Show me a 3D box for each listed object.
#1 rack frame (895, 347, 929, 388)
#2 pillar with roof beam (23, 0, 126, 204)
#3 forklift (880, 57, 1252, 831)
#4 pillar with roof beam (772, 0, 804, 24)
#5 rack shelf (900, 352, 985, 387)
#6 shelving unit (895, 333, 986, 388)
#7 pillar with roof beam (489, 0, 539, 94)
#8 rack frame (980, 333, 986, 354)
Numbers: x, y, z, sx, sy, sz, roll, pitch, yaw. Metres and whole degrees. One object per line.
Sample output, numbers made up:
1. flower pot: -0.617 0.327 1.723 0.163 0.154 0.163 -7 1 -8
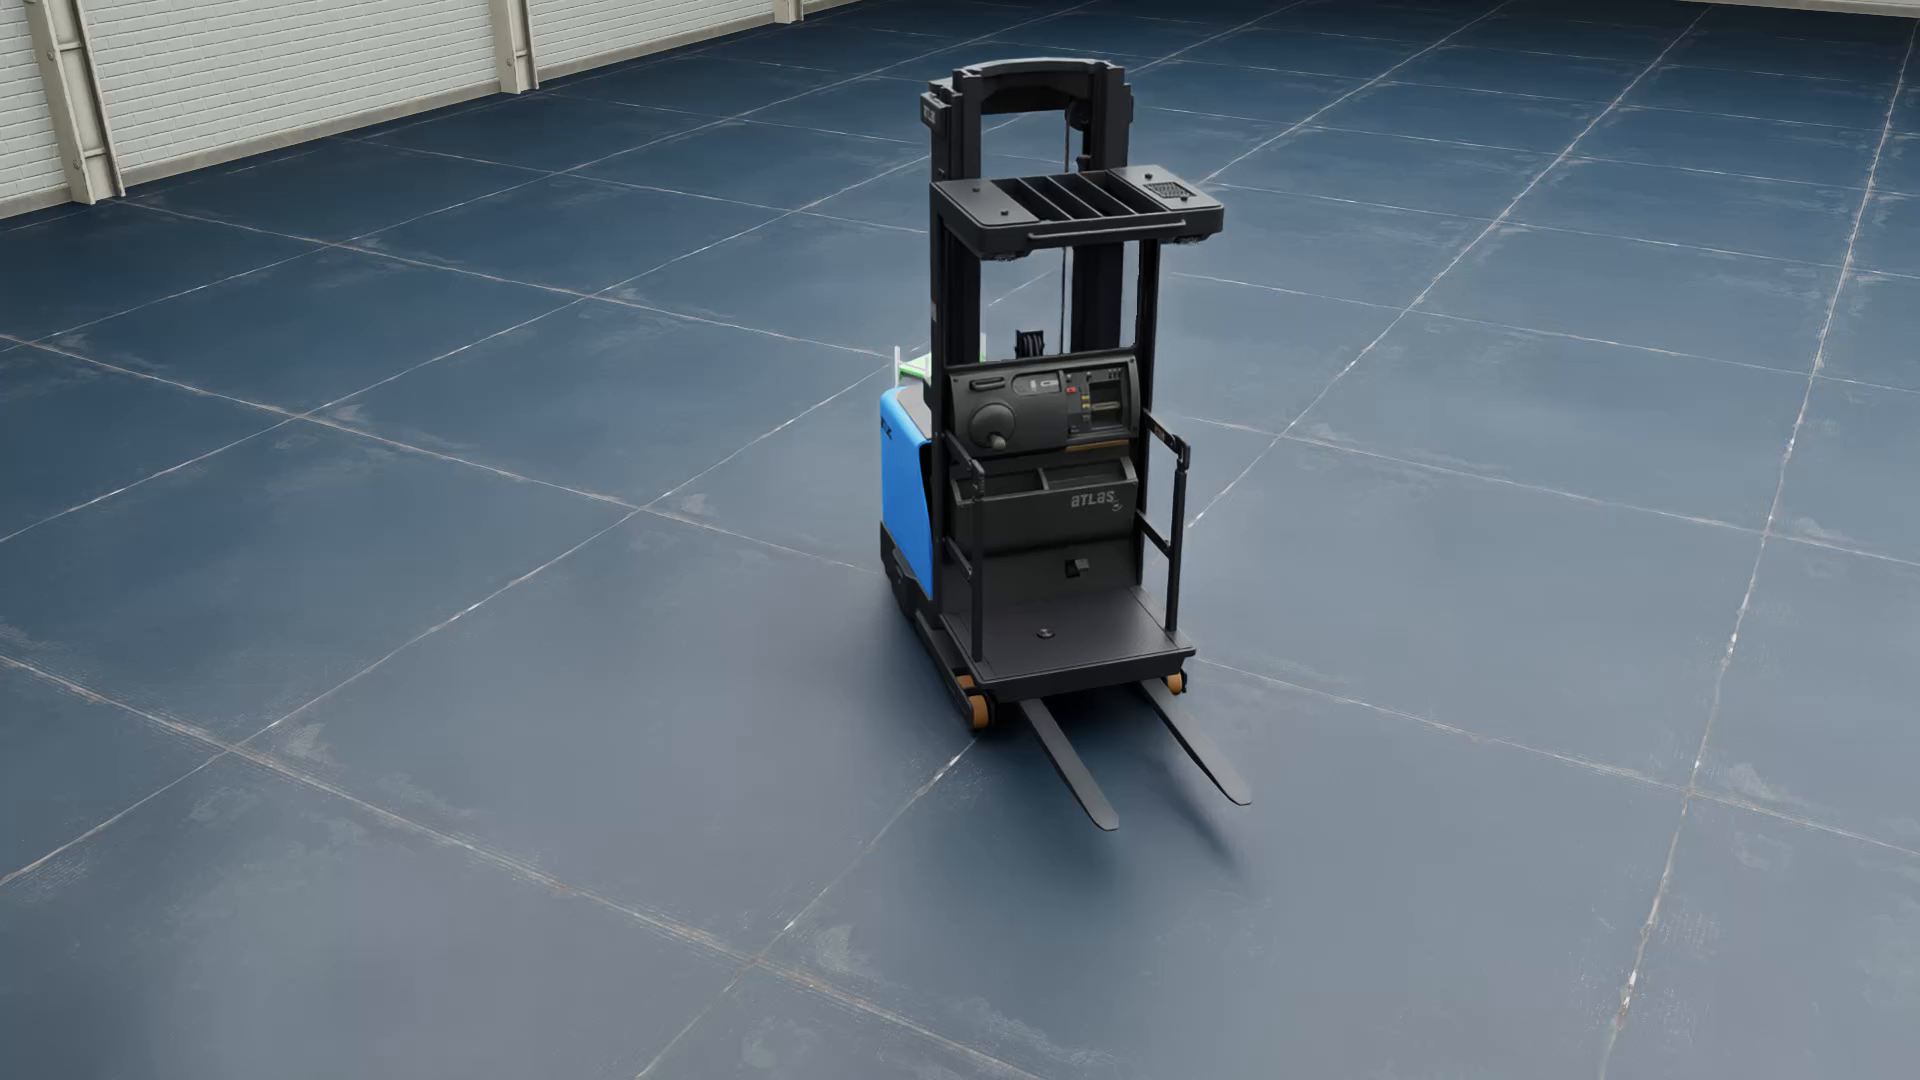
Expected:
1. rack frame: -0.265 -0.498 9.404 0.240 1.200 0.015 21 33 35
2. pillar with roof beam: -4.828 -6.484 12.650 9.100 9.000 0.400 14 30 26
3. forklift: 0.473 -0.604 7.683 1.130 2.935 3.031 -8 28 -15
4. pillar with roof beam: 1.075 -11.160 21.992 9.100 9.000 0.400 14 30 26
5. rack shelf: -0.108 -0.954 9.385 0.258 0.148 0.480 21 33 35
6. shelving unit: -0.108 -0.582 9.572 0.258 1.200 0.503 21 33 35
7. pillar with roof beam: -1.876 -8.822 17.321 9.100 9.000 0.400 14 30 26
8. rack frame: 0.048 -0.665 9.739 0.240 1.200 0.015 21 33 35
